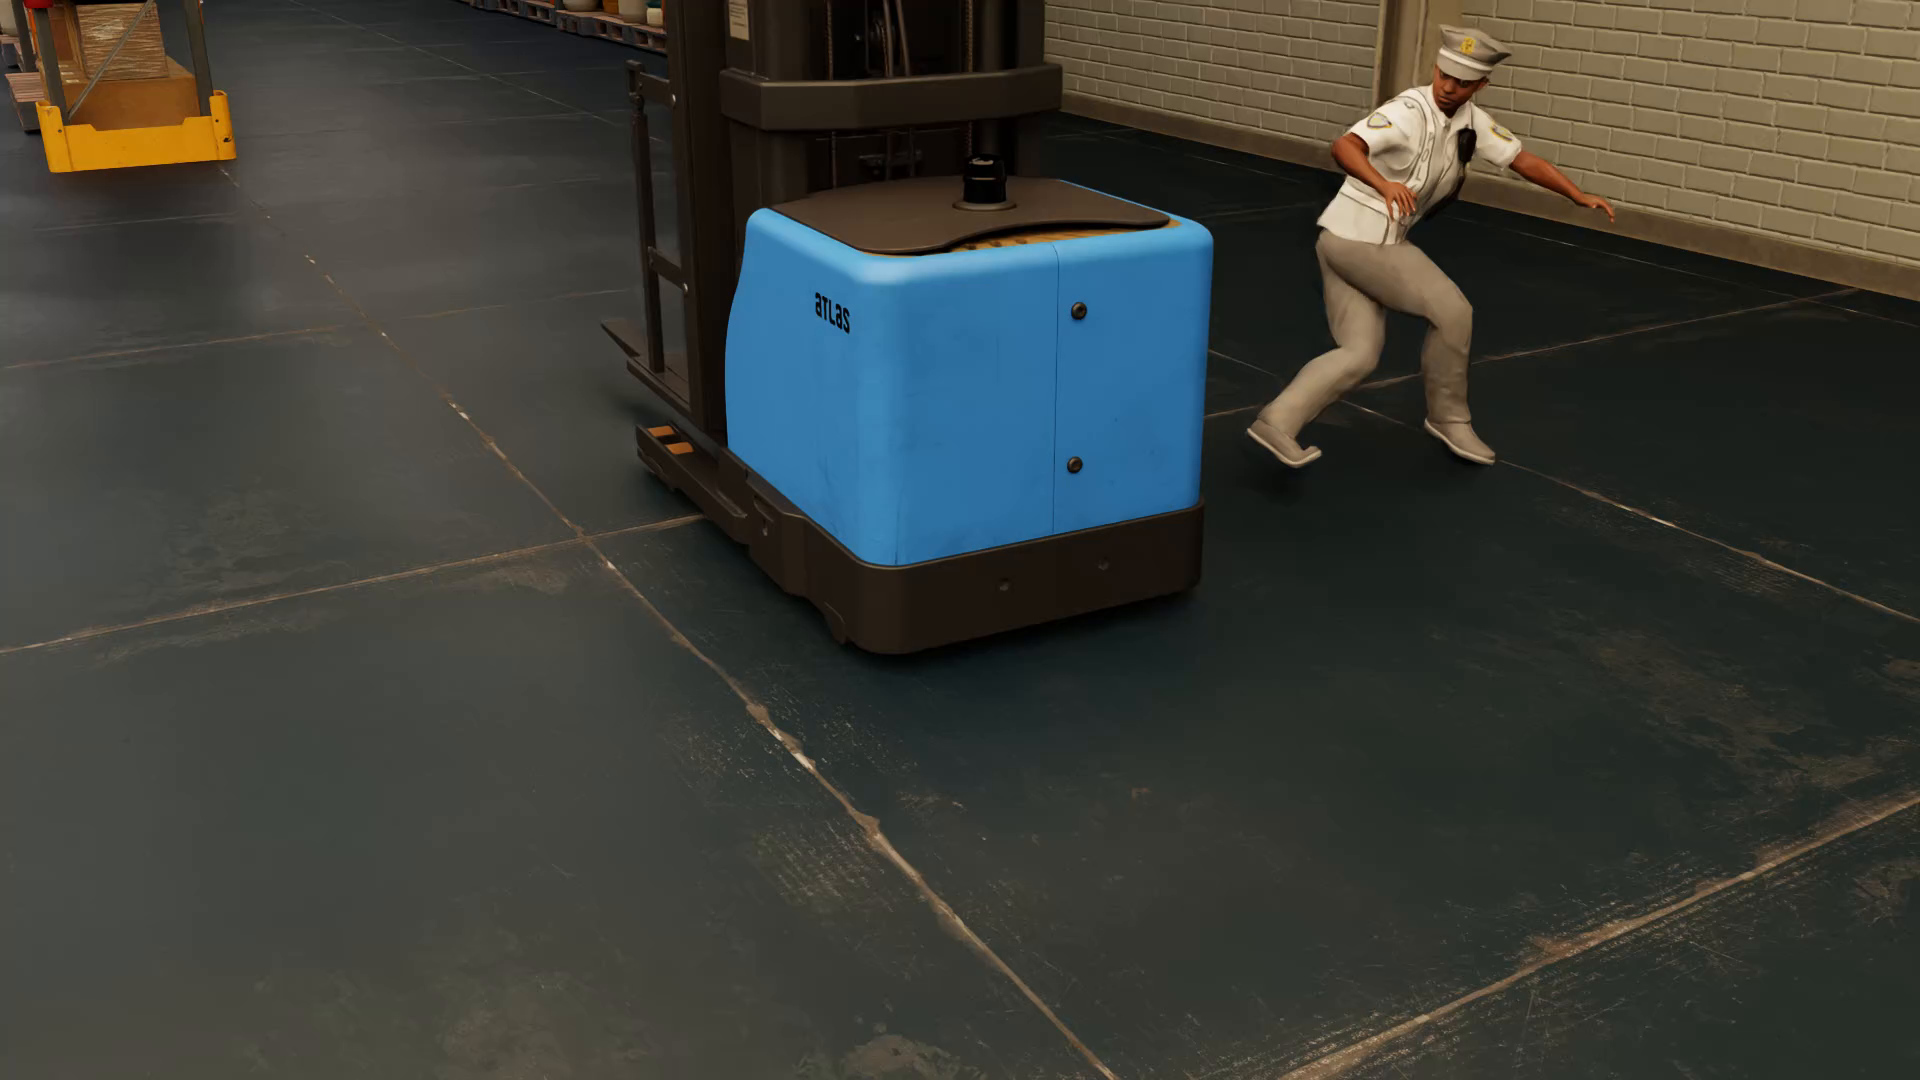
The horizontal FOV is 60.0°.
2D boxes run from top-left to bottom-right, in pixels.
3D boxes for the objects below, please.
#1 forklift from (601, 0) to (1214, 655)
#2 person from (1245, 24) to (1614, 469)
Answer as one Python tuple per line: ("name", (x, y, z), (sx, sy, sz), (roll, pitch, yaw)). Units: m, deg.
("forklift", (-0.450, -1.584, 5.135), (1.130, 2.935, 3.031), (-11, 25, -25))
("person", (1.545, -0.899, 5.404), (1.039, 1.464, 0.856), (9, 24, 20))
